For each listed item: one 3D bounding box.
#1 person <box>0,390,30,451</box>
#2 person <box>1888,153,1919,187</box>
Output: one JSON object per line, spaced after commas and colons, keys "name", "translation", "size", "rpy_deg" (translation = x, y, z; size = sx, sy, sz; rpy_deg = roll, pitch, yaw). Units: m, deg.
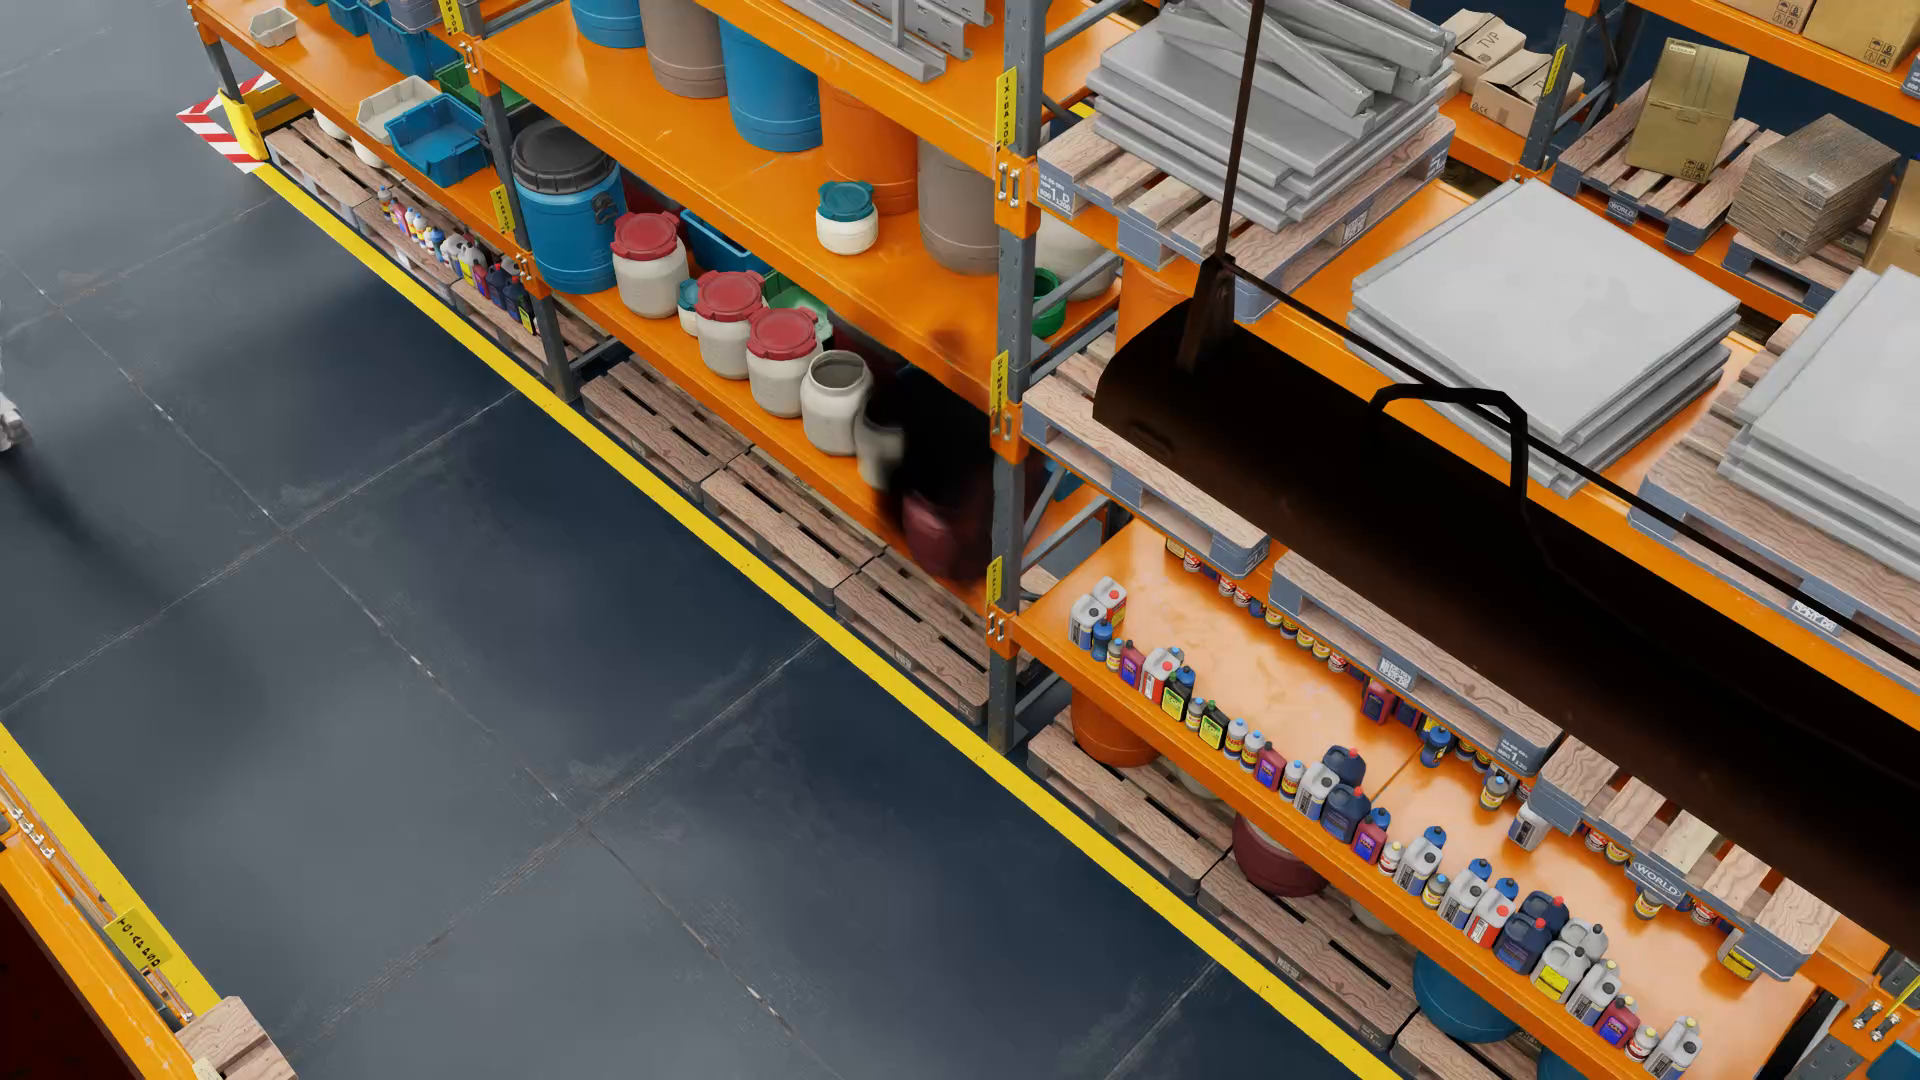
{"name": "person", "translation": [-6.240, -1.128, 10.231], "size": [0.653, 1.752, 0.724], "rpy_deg": [32, 57, 24]}
{"name": "person", "translation": [6.377, -2.133, 11.103], "size": [0.867, 1.687, 0.562], "rpy_deg": [35, 58, 25]}
